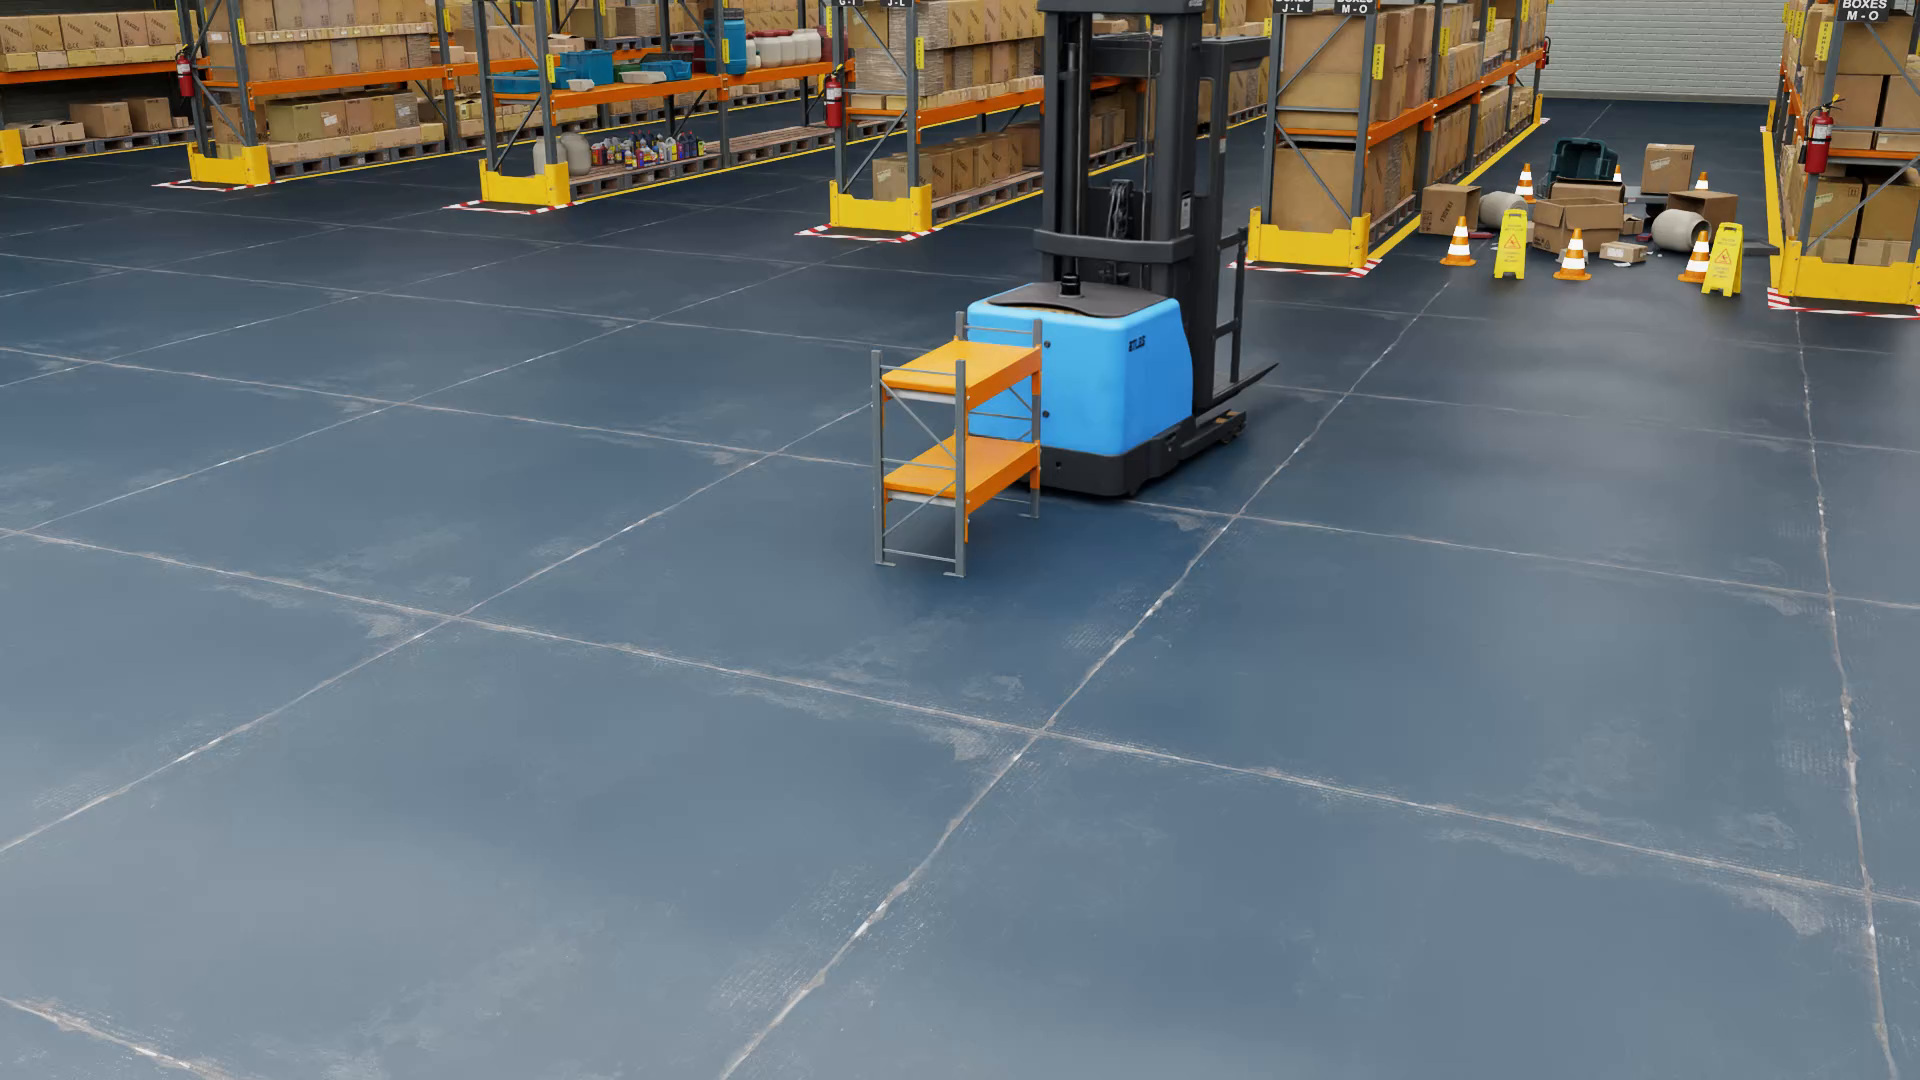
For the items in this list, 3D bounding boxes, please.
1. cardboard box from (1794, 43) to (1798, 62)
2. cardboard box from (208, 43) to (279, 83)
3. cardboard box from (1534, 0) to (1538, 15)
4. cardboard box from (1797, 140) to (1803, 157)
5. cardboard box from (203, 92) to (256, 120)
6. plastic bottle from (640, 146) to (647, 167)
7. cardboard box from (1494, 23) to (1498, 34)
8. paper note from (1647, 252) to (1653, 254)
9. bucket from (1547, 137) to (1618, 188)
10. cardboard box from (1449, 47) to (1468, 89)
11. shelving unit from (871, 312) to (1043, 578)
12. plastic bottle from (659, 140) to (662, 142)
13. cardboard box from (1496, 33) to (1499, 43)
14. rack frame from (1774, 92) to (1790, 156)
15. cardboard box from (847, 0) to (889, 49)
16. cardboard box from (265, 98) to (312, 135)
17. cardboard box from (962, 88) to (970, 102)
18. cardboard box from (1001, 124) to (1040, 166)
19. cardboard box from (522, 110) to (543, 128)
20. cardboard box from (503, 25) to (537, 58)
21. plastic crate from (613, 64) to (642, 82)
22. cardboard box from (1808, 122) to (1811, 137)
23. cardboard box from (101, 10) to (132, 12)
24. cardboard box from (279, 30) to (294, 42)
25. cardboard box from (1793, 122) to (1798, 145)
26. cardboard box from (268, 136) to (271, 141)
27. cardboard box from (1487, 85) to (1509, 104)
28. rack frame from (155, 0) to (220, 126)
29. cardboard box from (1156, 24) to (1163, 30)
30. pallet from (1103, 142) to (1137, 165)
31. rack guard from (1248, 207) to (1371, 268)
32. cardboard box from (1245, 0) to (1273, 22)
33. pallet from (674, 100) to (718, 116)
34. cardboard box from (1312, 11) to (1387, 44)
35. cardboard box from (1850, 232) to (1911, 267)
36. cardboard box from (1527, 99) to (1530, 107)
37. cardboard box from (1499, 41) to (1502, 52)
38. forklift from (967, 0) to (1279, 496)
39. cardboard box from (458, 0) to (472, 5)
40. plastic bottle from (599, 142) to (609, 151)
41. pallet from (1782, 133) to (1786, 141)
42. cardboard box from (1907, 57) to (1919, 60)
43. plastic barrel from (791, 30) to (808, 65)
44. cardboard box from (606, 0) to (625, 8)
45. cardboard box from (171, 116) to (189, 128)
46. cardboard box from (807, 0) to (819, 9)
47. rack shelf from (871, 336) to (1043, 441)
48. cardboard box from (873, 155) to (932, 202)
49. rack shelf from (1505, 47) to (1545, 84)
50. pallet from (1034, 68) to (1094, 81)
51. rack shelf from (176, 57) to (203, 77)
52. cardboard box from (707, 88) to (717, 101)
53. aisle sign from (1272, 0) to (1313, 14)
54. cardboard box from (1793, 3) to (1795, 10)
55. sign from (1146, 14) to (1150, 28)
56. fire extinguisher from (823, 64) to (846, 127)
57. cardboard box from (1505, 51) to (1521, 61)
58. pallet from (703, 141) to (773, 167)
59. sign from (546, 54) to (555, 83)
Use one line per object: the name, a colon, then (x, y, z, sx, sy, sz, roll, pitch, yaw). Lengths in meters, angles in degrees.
cardboard box: (11.552, -6.565, 22.430, 0.500, 0.250, 0.500, 8, 21, 21)
cardboard box: (-9.771, -6.523, 22.684, 0.700, 0.500, 0.500, 9, 21, 23)
cardboard box: (9.511, -9.161, 28.167, 0.500, 0.500, 0.500, 8, 21, 21)
cardboard box: (8.939, -4.068, 17.320, 0.380, 0.149, 0.250, 9, 22, 25)
cardboard box: (-12.570, -7.493, 28.635, 0.700, 0.500, 0.500, 9, 22, 25)
plastic bottle: (-4.289, -5.192, 22.507, 0.097, 0.271, 0.097, 0, 20, 0)
cardboard box: (7.830, -7.661, 24.893, 0.380, 0.149, 0.250, 8, 21, 22)
paper note: (7.159, -3.011, 17.408, 0.148, 0.019, 0.142, 18, 26, 41)
bucket: (7.232, -4.302, 19.204, 0.726, 0.611, 0.620, 18, 16, 41)
cardboard box: (6.266, -6.119, 21.548, 0.500, 0.500, 0.500, 9, 21, 24)
shelving unit: (0.003, -0.532, 8.786, 0.538, 1.125, 1.048, 9, 21, 23)
plastic bottle: (-4.134, -5.417, 23.120, 0.061, 0.283, 0.133, 9, 21, 23)
cardboard box: (7.941, -7.599, 25.163, 0.380, 0.149, 0.250, 9, 21, 23)
rack frame: (13.017, -7.283, 24.971, 1.000, 3.000, 0.127, 9, 21, 23)
cardboard box: (-0.938, -5.835, 18.813, 0.500, 0.500, 0.500, 9, 21, 23)
cardboard box: (-9.630, -6.103, 24.010, 0.500, 0.500, 0.500, 9, 21, 23)
cardboard box: (-0.098, -5.293, 19.751, 0.380, 0.149, 0.250, 9, 21, 23)
cardboard box: (0.971, -5.411, 22.782, 0.700, 0.500, 0.500, 7, 21, 19)
cardboard box: (-7.315, -7.019, 27.706, 0.500, 0.250, 0.500, 9, 21, 24)
cardboard box: (-7.370, -8.312, 27.716, 0.500, 0.500, 0.500, 7, 21, 20)
plastic crate: (-4.632, -6.401, 22.806, 0.450, 0.188, 0.662, 9, 21, 23)
cardboard box: (8.266, -3.891, 15.808, 0.380, 0.149, 0.250, 9, 21, 24)
cardboard box: (-13.455, -8.256, 26.780, 0.500, 0.500, 0.500, 8, 21, 22)
cardboard box: (-9.408, -6.935, 22.875, 0.380, 0.149, 0.250, 9, 21, 23)
cardboard box: (11.738, -5.457, 22.380, 0.875, 0.875, 0.875, 8, 21, 22)
cardboard box: (-9.830, -5.596, 23.704, 0.500, 0.250, 0.500, 9, 21, 23)
cardboard box: (8.386, -7.042, 26.279, 0.500, 0.250, 0.500, 8, 21, 21)
rack frame: (-12.857, -8.236, 27.651, 1.000, 3.000, 0.127, 9, 21, 23)
cardboard box: (2.922, -8.360, 26.352, 0.797, 0.503, 0.637, 9, 22, 24)
pallet: (2.017, -5.867, 25.152, 1.003, 0.211, 1.213, 9, 21, 23)
rack guard: (3.536, -3.078, 16.877, 1.175, 0.500, 0.348, 9, 21, 23)
cardboard box: (5.654, -10.103, 31.562, 0.500, 0.500, 0.500, 9, 21, 23)
pallet: (-5.358, -8.435, 32.373, 1.003, 0.211, 1.213, 9, 21, 23)
cardboard box: (3.874, -5.131, 17.085, 0.875, 0.550, 0.550, 9, 21, 23)
cardboard box: (8.686, -2.726, 15.633, 0.500, 0.250, 0.500, 8, 21, 22)
cardboard box: (9.931, -7.789, 29.578, 0.380, 0.149, 0.250, 8, 21, 20)
cardboard box: (8.165, -7.630, 25.695, 0.380, 0.149, 0.250, 7, 21, 20)
forklift: (1.216, -2.073, 10.424, 1.130, 2.935, 3.031, 11, 23, 29)
cardboard box: (-9.966, -10.743, 32.957, 0.500, 0.250, 0.500, 9, 21, 24)
plastic bottle: (-4.919, -5.315, 22.846, 0.152, 0.276, 0.135, 8, 21, 21)
pallet: (13.400, -6.191, 26.061, 1.003, 0.211, 1.213, 9, 21, 23)
cardboard box: (9.582, -4.696, 17.104, 0.500, 0.500, 0.500, 9, 22, 25)
plastic barrel: (-2.579, -7.680, 25.919, 0.421, 0.512, 0.421, 0, 20, 0)
cardboard box: (-8.142, -11.888, 37.473, 0.980, 0.700, 0.700, 10, 22, 25)
cardboard box: (-13.048, -6.941, 27.581, 0.380, 0.166, 0.250, 6, 20, 16)
cardboard box: (-3.353, -11.570, 35.385, 0.500, 0.500, 0.500, 8, 21, 22)
rack shelf: (0.003, -0.808, 8.688, 0.538, 0.278, 1.000, 9, 21, 23)
cardboard box: (-0.667, -4.183, 19.358, 0.500, 0.500, 0.500, 13, 23, 33)
rack shelf: (9.279, -8.204, 28.633, 1.077, 0.370, 4.000, 9, 21, 23)
pallet: (1.146, -6.320, 22.551, 1.003, 0.211, 1.213, 9, 21, 23)
rack shelf: (-12.038, -8.508, 29.491, 1.077, 0.370, 4.000, 9, 21, 23)
cardboard box: (-5.001, -8.842, 32.430, 0.500, 0.500, 0.500, 8, 21, 22)
aisle sign: (3.243, -5.507, 16.098, 0.394, 0.787, 0.004, 9, 21, 23)
cardboard box: (13.174, -8.137, 25.732, 0.500, 0.500, 0.500, 8, 21, 22)
sign: (2.837, -7.857, 24.974, 0.100, 0.325, 0.005, 9, 21, 23)
fire extinguisher: (-1.405, -4.966, 18.572, 0.296, 0.674, 0.183, 9, 21, 23)
cardboard box: (8.874, -7.855, 26.953, 0.380, 0.149, 0.250, 9, 22, 25)
pallet: (-3.532, -5.808, 24.986, 1.003, 0.211, 1.213, 9, 21, 23)
sign: (-4.956, -5.708, 20.128, 0.100, 0.325, 0.005, 9, 21, 23)
